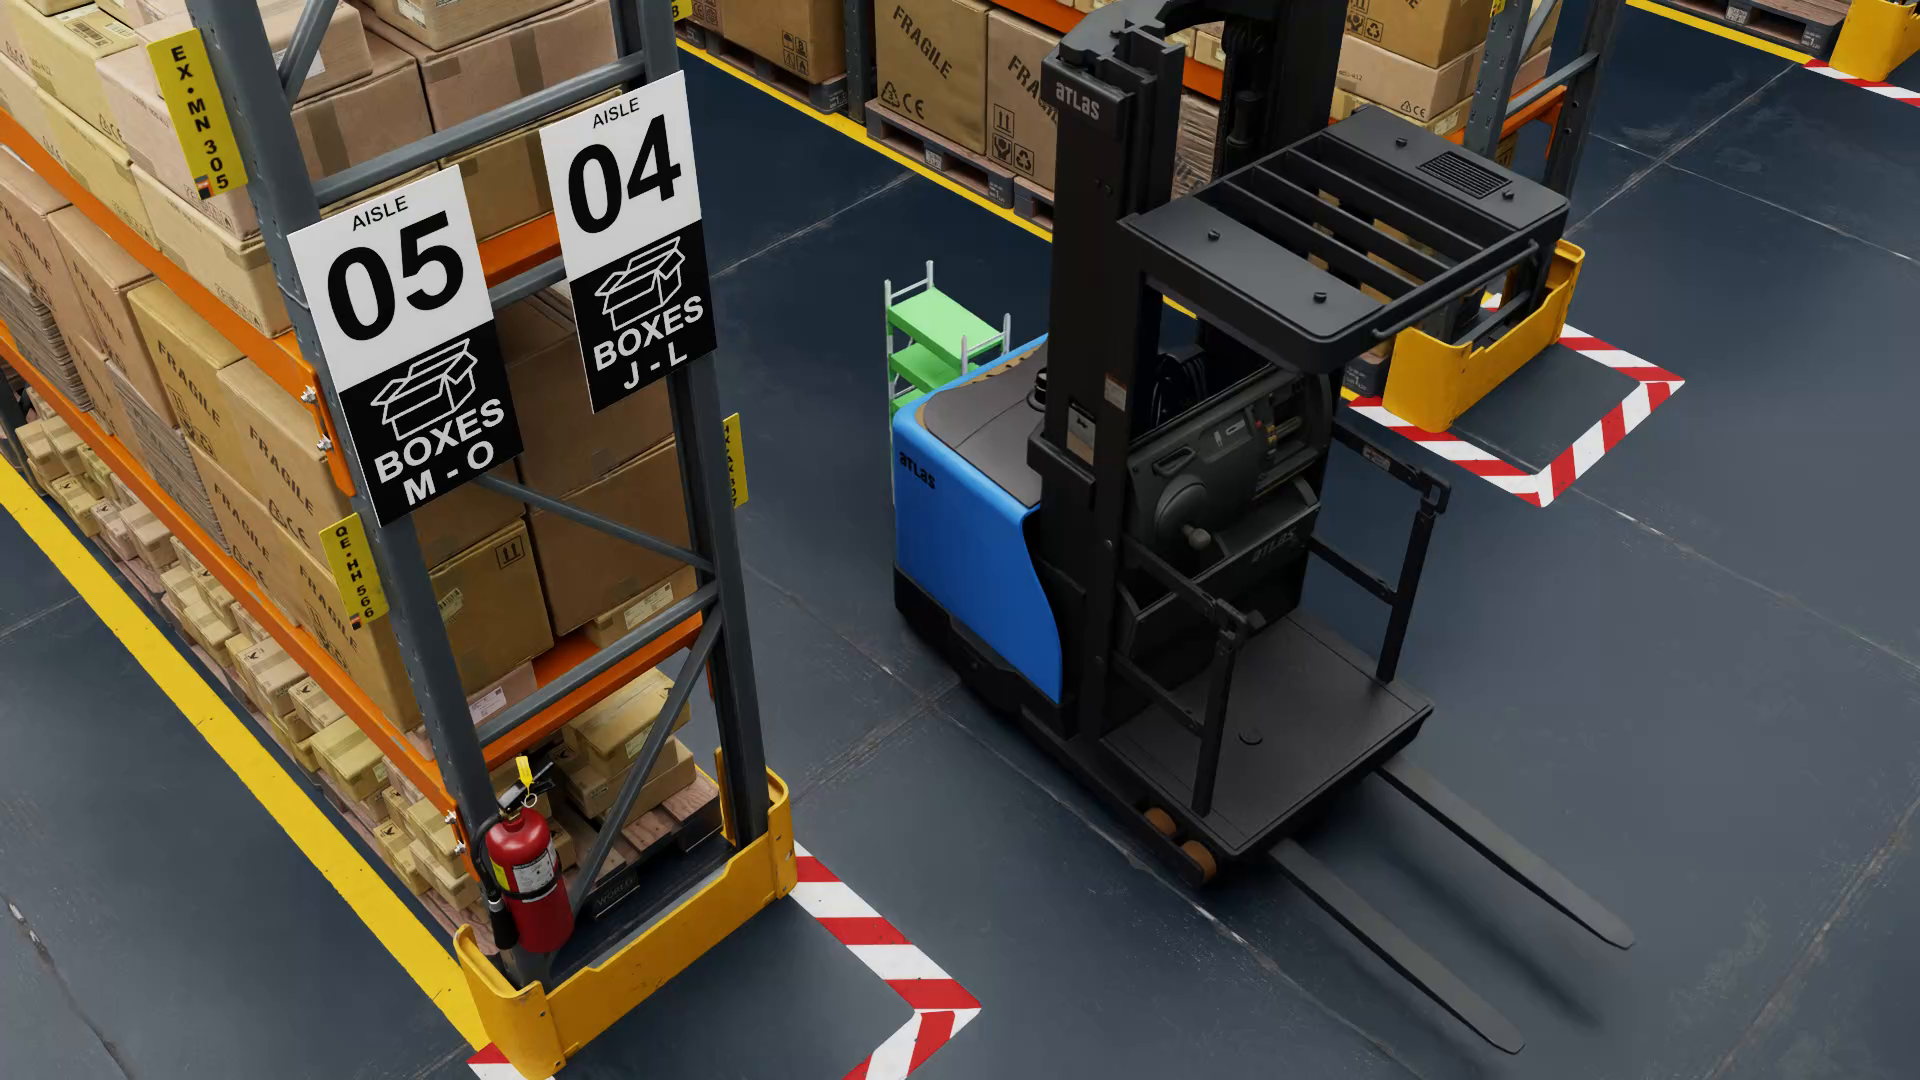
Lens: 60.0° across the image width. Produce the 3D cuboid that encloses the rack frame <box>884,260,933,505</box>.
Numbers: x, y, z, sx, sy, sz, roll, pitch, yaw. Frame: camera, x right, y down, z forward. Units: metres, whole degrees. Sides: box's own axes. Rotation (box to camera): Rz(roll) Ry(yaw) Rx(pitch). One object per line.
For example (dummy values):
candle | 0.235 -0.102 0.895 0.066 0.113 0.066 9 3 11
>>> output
rack frame | -0.210 -0.655 7.192 0.240 1.200 0.015 -29 50 -28

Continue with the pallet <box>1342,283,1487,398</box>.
pallet | 1.921 -1.287 8.605 1.003 0.211 1.213 -34 53 -31

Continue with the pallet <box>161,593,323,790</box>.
pallet | -2.502 0.358 6.824 1.003 0.211 1.213 -34 53 -31

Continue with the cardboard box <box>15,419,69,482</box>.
cardboard box | -3.838 -0.447 7.213 0.380 0.149 0.250 -32 51 -30

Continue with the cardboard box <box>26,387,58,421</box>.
cardboard box | -3.770 -0.619 7.180 0.380 0.149 0.250 -32 51 -30

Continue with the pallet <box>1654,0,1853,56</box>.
pallet | 5.493 -3.729 11.247 1.003 0.211 1.213 -34 53 -31

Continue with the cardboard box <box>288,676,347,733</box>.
cardboard box | -2.143 0.539 5.927 0.250 0.149 0.380 32 52 30

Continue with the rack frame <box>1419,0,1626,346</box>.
rack frame | 2.541 -1.964 7.283 1.000 3.000 0.127 -34 53 -31

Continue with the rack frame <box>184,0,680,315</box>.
rack frame | -1.042 -1.839 2.727 1.000 3.000 0.127 -34 53 -31

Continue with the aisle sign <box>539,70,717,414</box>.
aisle sign | -0.778 -0.699 3.998 0.394 0.787 0.004 -34 53 -31

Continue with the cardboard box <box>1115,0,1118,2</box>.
cardboard box | 0.977 -2.620 8.178 0.380 0.149 0.250 -33 52 -31

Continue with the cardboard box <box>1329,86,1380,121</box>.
cardboard box | 1.872 -2.010 7.517 0.380 0.149 0.250 -34 52 -31

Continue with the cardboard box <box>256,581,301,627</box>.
cardboard box | -2.006 0.073 5.263 0.380 0.149 0.250 -33 52 -30

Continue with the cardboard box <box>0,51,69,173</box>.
cardboard box | -2.257 -1.261 4.422 0.500 0.250 0.500 -32 51 -30

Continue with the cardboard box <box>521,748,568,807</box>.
cardboard box | -1.428 0.765 6.120 0.250 0.149 0.380 34 53 31

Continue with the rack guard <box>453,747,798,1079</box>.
rack guard | -1.096 1.246 5.651 1.175 0.500 0.348 -34 53 -31

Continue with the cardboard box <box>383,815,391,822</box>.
cardboard box | -1.940 0.861 6.017 0.250 0.149 0.380 34 52 31

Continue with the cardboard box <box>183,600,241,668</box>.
cardboard box | -2.742 0.288 6.417 0.380 0.149 0.250 -34 52 -31

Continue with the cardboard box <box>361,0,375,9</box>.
cardboard box | -1.277 -1.408 3.919 0.380 0.149 0.250 -32 51 -30

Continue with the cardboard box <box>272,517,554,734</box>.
cardboard box | -1.542 0.126 4.728 0.500 0.500 0.500 -33 52 -31

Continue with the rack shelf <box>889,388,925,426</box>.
rack shelf | -0.054 -0.480 7.097 0.258 0.148 0.480 -29 50 -28

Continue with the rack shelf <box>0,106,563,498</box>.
rack shelf | -2.455 -1.434 5.029 1.077 0.370 4.000 -34 53 -31

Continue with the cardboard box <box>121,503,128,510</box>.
cardboard box | -3.209 -0.137 6.878 0.250 0.149 0.380 32 51 30

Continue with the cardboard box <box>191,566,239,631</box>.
cardboard box | -2.685 0.144 6.354 0.380 0.149 0.250 -34 52 -31

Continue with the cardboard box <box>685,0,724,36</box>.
cardboard box | -1.382 -3.987 10.728 0.875 0.875 1.225 32 52 30

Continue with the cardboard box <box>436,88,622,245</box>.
cardboard box | -1.178 -1.021 4.162 0.500 0.250 0.500 -32 52 -30

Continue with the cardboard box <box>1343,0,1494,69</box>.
cardboard box | 2.011 -2.402 7.096 0.500 0.500 0.500 -33 52 -31

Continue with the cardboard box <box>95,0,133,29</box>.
cardboard box | -1.772 -1.320 3.824 0.250 0.149 0.380 33 52 30

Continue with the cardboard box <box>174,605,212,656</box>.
cardboard box | -2.892 0.268 6.658 0.250 0.149 0.380 33 52 30

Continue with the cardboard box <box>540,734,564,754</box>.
cardboard box | -1.384 0.614 6.064 0.250 0.149 0.380 34 52 31

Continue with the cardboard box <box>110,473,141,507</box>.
cardboard box | -3.204 -0.246 6.776 0.250 0.149 0.380 33 52 30

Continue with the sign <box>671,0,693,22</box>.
sign | -0.658 -1.319 3.730 0.100 0.325 0.005 -34 53 -31

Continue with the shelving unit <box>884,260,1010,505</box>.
shelving unit | -0.054 -0.527 7.054 0.258 1.200 0.503 -29 50 -28

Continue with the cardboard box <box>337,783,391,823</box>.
cardboard box | -1.985 0.782 5.883 0.250 0.149 0.380 32 52 30

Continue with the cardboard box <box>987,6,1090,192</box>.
cardboard box | 0.761 -2.472 9.089 0.875 0.875 0.875 -34 53 -31

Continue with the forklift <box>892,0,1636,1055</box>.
forklift | 1.051 -0.215 5.441 1.130 2.935 3.031 -29 50 -28

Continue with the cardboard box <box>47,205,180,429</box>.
cardboard box | -2.273 -0.739 4.927 0.500 0.500 0.500 -31 51 -29

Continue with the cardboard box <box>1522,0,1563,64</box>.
cardboard box | 2.393 -2.379 7.623 0.500 0.250 0.500 33 52 30

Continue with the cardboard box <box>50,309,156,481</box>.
cardboard box | -2.611 -0.608 5.522 0.500 0.500 0.500 -31 51 -29

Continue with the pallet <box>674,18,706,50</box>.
pallet | -1.748 -3.783 11.306 1.003 0.211 1.213 -34 53 -31

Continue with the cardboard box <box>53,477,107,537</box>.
cardboard box | -3.649 -0.208 7.174 0.380 0.149 0.250 -33 52 -30

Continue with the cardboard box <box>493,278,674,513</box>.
cardboard box | -1.171 -0.492 4.660 0.500 0.500 0.500 34 52 31

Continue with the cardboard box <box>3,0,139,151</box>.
cardboard box | -1.910 -1.211 3.999 0.500 0.250 0.500 33 52 30

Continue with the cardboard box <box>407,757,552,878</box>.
cardboard box | -1.595 0.906 5.530 0.380 0.149 0.250 -33 52 -31
